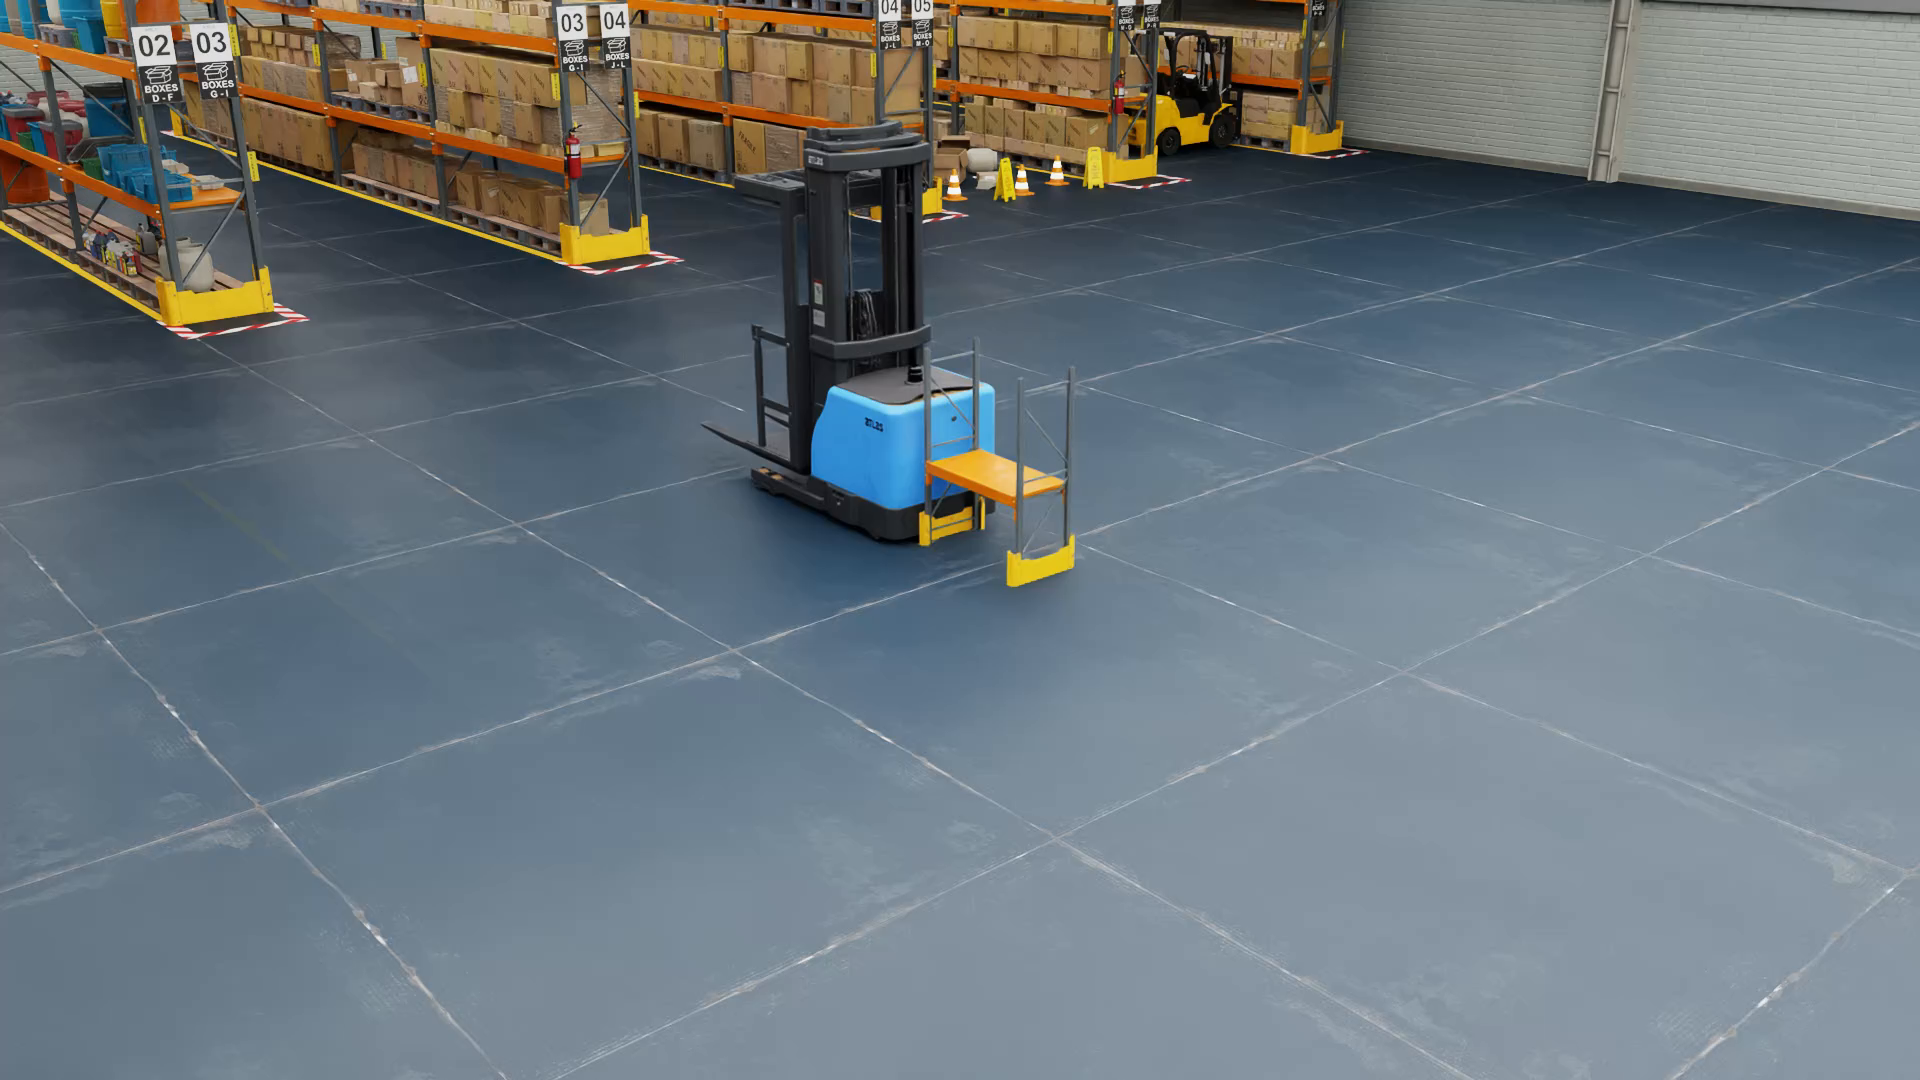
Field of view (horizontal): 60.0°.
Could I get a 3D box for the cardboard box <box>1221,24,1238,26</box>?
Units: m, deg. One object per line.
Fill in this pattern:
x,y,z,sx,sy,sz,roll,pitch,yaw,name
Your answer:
5.264,-9.886,32.178,0.380,0.149,0.250,-18,28,-38,cardboard box

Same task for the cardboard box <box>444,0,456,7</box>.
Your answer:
-6.885,-7.447,22.930,0.380,0.149,0.250,-17,27,-37,cardboard box

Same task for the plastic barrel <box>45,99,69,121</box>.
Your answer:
-12.505,-5.863,23.188,0.421,0.512,0.421,0,21,0,plastic barrel

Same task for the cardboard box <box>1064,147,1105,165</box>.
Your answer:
2.121,-6.570,28.340,0.500,0.250,0.500,-18,27,-38,cardboard box

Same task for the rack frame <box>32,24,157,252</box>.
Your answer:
-11.003,-5.056,21.280,1.000,3.000,0.127,-17,27,-37,rack frame

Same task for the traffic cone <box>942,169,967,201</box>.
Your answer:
-0.087,-5.586,26.112,0.336,0.463,0.334,-17,27,-37,traffic cone

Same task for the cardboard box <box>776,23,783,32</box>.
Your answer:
-3.550,-10.571,33.852,0.500,0.500,0.500,-17,27,-37,cardboard box

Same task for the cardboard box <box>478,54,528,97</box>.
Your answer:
-6.161,-6.289,22.513,0.500,0.500,0.500,-17,27,-37,cardboard box

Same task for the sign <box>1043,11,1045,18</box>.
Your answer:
1.822,-11.554,36.283,0.100,0.325,0.005,-17,27,-37,sign

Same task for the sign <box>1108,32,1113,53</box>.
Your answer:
2.435,-8.049,26.900,0.100,0.325,0.005,-17,27,-37,sign

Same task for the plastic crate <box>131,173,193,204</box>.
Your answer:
-8.945,-3.949,18.657,0.499,0.251,0.616,-17,27,-37,plastic crate

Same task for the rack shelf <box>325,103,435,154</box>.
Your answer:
-8.556,-6.453,25.832,1.077,0.370,4.000,-17,27,-37,rack shelf

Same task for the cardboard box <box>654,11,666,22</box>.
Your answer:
-6.468,-11.802,36.996,0.500,0.500,0.500,-17,27,-37,cardboard box

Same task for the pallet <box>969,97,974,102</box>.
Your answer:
0.945,-9.799,37.213,1.003,0.211,1.213,-17,27,-37,pallet

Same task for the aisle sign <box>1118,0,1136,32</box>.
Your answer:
2.689,-8.613,26.798,0.394,0.787,0.004,-17,27,-37,aisle sign

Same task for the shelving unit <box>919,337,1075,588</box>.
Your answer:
0.258,-0.582,11.914,0.587,1.500,1.083,-17,27,-36,shelving unit

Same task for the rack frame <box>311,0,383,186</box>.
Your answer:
-9.861,-7.340,27.112,1.000,3.000,0.127,-17,27,-37,rack frame

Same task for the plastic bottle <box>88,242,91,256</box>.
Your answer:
-10.994,-3.709,21.075,0.097,0.201,0.097,0,21,0,plastic bottle

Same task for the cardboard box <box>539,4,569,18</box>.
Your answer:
-5.057,-6.645,20.882,0.380,0.149,0.250,-17,27,-37,cardboard box

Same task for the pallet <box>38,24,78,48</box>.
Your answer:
-10.458,-6.189,20.318,1.213,0.211,1.003,-17,27,-37,pallet

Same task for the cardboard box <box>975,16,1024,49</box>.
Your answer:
0.697,-8.925,29.243,0.700,0.500,0.500,-17,27,-37,cardboard box

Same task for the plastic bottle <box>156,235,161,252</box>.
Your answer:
-10.089,-3.713,20.972,0.061,0.283,0.133,-17,27,-37,plastic bottle

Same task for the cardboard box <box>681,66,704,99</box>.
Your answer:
-4.300,-7.655,27.777,0.500,0.500,0.500,-18,28,-38,cardboard box

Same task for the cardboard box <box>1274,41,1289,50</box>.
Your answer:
5.998,-9.113,30.611,0.380,0.149,0.250,-17,27,-37,cardboard box

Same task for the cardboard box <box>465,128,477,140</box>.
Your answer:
-6.698,-5.707,23.286,0.380,0.149,0.250,-17,27,-37,cardboard box

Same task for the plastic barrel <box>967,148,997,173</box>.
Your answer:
0.373,-6.500,28.499,0.512,0.421,0.421,0,21,-1,plastic barrel

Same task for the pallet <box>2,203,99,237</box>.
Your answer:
-13.137,-4.640,24.040,1.003,0.211,1.213,-17,27,-37,pallet

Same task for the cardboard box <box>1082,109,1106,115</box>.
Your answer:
2.190,-7.192,28.900,0.500,0.500,0.500,-19,28,-39,cardboard box

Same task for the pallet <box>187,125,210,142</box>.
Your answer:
-14.502,-8.050,32.747,1.003,0.211,1.213,-17,27,-37,pallet

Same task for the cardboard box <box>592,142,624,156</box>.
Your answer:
-4.645,-5.149,21.860,0.380,0.149,0.250,-17,27,-37,cardboard box

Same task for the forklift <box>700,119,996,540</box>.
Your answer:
-1.046,-1.829,13.134,1.130,2.935,3.031,-17,27,-36,forklift

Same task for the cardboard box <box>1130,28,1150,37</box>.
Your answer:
3.624,-10.167,33.302,0.380,0.149,0.250,-16,27,-36,cardboard box

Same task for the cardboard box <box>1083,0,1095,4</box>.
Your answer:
2.236,-8.862,27.228,0.380,0.149,0.250,-17,27,-37,cardboard box

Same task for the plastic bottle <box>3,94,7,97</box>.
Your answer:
-14.916,-6.835,25.992,0.152,0.276,0.135,-17,27,-37,plastic bottle

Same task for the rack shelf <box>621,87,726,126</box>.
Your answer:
-4.732,-7.606,28.776,1.077,0.370,4.000,-17,27,-37,rack shelf

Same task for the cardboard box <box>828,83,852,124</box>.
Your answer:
-1.468,-6.591,24.994,0.875,0.550,0.550,-17,27,-37,cardboard box

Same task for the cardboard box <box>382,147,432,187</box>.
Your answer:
-8.662,-5.896,26.248,0.700,0.500,0.500,-15,26,-33,cardboard box

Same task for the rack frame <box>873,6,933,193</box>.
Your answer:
-0.816,-6.283,24.412,1.000,3.000,0.127,-17,27,-37,rack frame

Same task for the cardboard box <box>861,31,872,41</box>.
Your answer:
-1.538,-9.613,31.794,0.500,0.500,0.500,-17,27,-37,cardboard box

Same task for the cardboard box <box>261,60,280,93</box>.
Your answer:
-11.706,-8.028,28.731,0.500,0.500,0.500,-18,28,-39,cardboard box

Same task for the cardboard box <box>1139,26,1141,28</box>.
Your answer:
3.813,-10.360,33.796,0.380,0.149,0.250,-19,28,-39,cardboard box

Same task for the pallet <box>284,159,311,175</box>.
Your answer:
-11.111,-6.615,29.082,1.003,0.211,1.213,-17,27,-37,pallet

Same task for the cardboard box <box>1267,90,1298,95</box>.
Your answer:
6.127,-8.368,31.558,0.500,0.250,0.500,-17,27,-37,cardboard box

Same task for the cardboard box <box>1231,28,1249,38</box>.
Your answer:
5.323,-9.536,31.285,0.380,0.149,0.250,-17,27,-36,cardboard box

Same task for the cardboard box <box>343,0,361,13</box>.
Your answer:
-9.070,-8.195,25.387,0.500,0.250,0.500,-17,27,-36,cardboard box

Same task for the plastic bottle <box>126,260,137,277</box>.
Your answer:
-9.923,-3.256,19.917,0.097,0.201,0.097,0,21,0,plastic bottle

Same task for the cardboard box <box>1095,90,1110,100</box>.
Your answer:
2.462,-7.425,27.672,0.380,0.149,0.250,-16,27,-36,cardboard box

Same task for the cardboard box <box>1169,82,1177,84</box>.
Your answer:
4.093,-8.949,33.044,0.500,0.250,0.500,-18,28,-38,cardboard box

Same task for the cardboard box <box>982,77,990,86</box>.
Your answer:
0.620,-8.190,29.627,0.380,0.149,0.250,-18,27,-38,cardboard box

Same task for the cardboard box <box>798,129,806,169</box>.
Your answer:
-1.885,-5.903,25.781,0.875,0.875,0.875,-18,28,-38,cardboard box

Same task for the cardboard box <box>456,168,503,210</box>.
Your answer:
-7.020,-5.147,24.363,0.500,0.500,0.500,-18,28,-39,cardboard box

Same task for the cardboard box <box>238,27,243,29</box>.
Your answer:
-13.299,-9.066,30.287,0.500,0.500,0.500,-17,27,-37,cardboard box

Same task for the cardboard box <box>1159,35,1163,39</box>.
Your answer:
4.024,-9.975,32.812,0.380,0.149,0.250,-18,28,-38,cardboard box

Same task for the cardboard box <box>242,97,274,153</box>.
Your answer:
-12.040,-7.480,29.805,1.225,0.875,0.875,-17,27,-37,cardboard box
